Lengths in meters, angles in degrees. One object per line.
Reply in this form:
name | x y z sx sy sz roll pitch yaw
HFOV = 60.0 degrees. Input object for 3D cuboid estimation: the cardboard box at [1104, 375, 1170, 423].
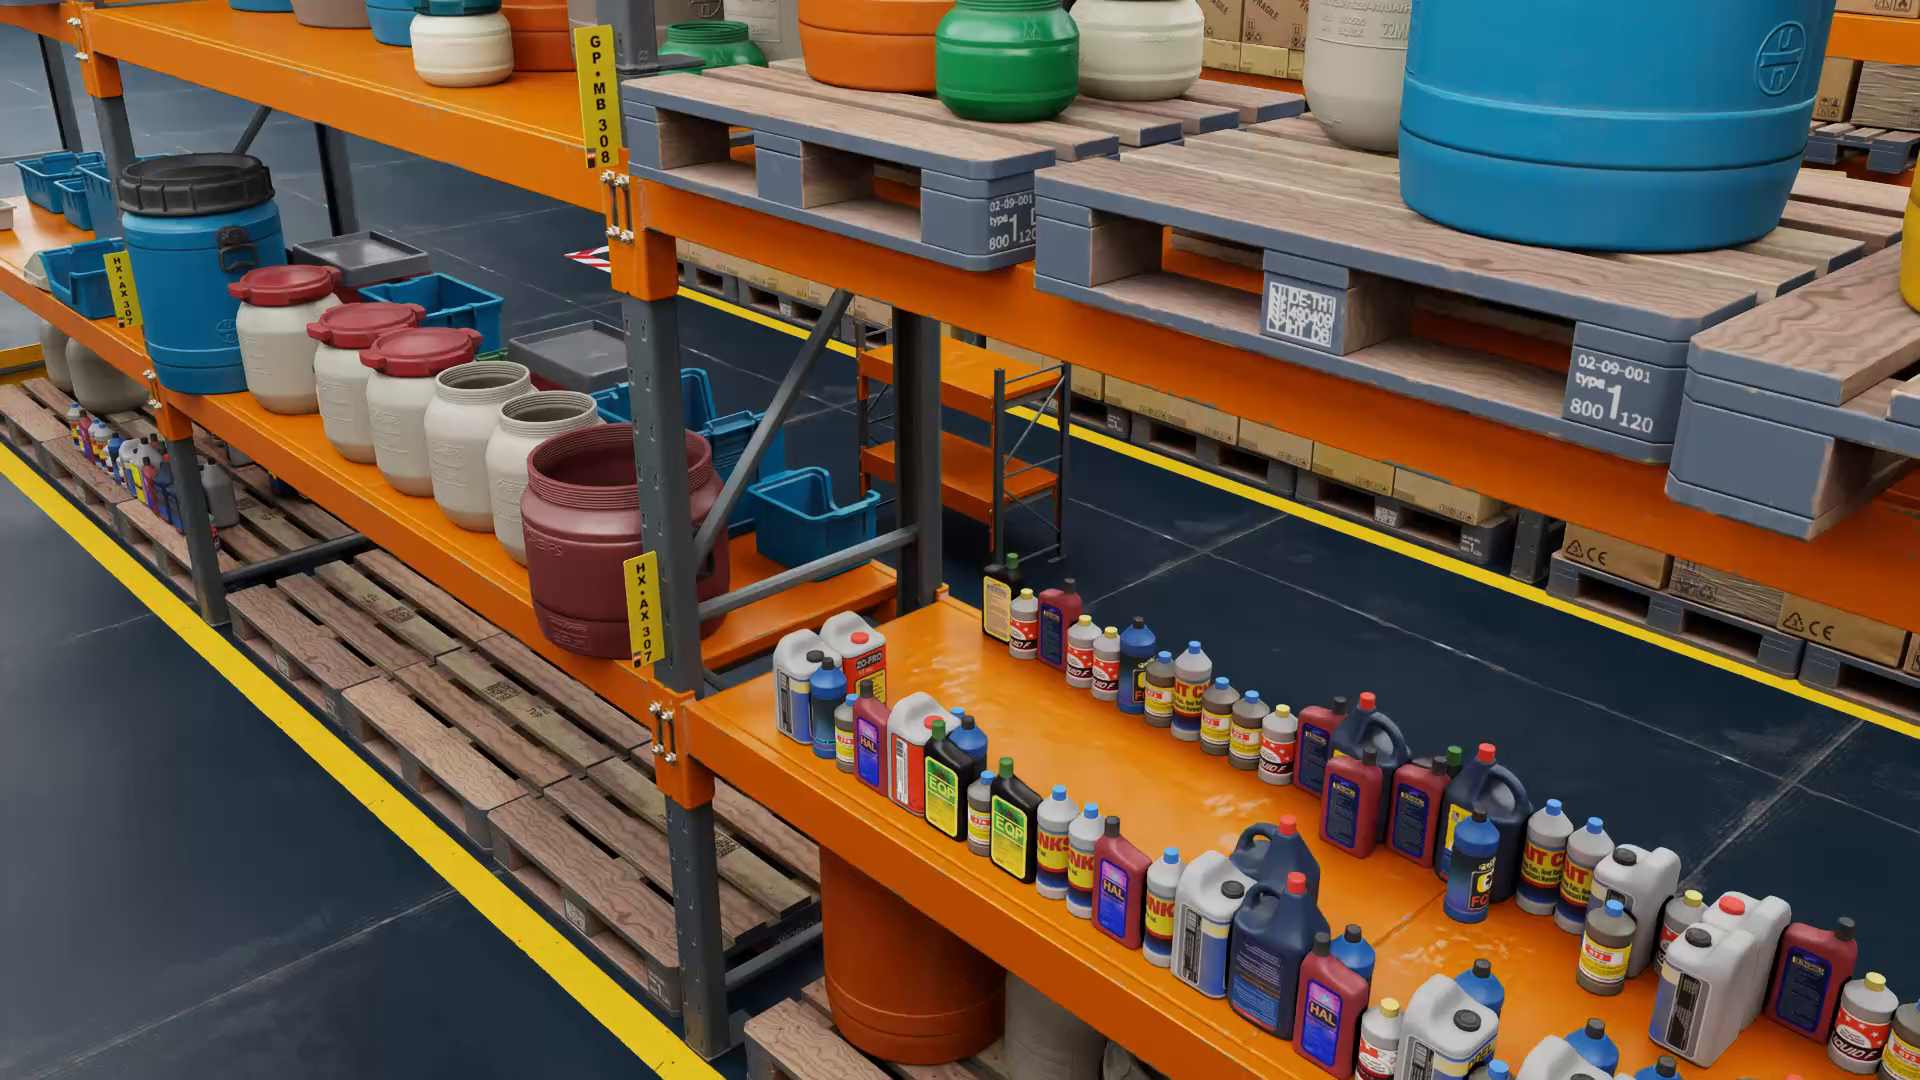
cardboard box | 1.223 -0.945 10.014 0.500 0.250 0.500 -22 33 -40

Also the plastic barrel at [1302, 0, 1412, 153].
plastic barrel | 0.861 -1.016 3.079 0.433 0.535 0.433 0 25 0

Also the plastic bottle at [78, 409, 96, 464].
plastic bottle | -4.775 -0.569 9.126 0.061 0.283 0.133 -21 32 -38

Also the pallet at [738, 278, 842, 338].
pallet | -0.927 -1.862 12.578 1.003 0.211 1.213 -21 32 -38

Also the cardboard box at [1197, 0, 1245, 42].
cardboard box | 2.451 -4.715 14.724 0.500 0.500 0.500 -20 31 -37

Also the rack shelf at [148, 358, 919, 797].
rack shelf | -1.828 -0.171 6.378 1.077 0.370 4.000 -21 32 -38

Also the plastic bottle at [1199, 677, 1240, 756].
plastic bottle | 0.683 0.457 4.374 0.097 0.201 0.097 0 25 0

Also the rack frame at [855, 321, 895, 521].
rack frame | -0.343 -0.664 8.850 0.500 1.125 0.032 -21 32 -38

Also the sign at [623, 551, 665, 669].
sign | -0.857 0.191 4.520 0.100 0.325 0.005 -21 32 -38

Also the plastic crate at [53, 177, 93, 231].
plastic crate | -4.928 -1.983 9.663 0.499 0.251 0.408 -21 32 -38

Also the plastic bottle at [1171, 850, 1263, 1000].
plastic bottle | 0.547 0.807 3.517 0.152 0.276 0.135 -21 32 -38

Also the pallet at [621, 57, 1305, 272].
pallet | -0.009 -0.912 3.748 1.003 0.211 1.213 -21 32 -38

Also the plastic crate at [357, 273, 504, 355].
plastic crate | -2.213 -0.851 7.021 0.392 0.384 0.575 -21 32 -38

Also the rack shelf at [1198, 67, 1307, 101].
rack shelf | 2.670 -4.193 15.195 1.077 0.370 4.000 -21 32 -38

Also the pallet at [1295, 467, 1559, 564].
pallet | 2.624 -0.288 9.128 1.003 0.211 1.213 -21 32 -38

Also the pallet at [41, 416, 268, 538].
pallet | -4.461 -0.421 9.418 1.003 0.211 1.213 -21 32 -38

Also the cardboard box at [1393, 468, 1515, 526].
cardboard box | 2.620 -0.327 8.659 0.500 0.250 0.500 -20 31 -37

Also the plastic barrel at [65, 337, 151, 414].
plastic barrel | -5.080 -1.046 9.920 0.421 0.512 0.421 0 25 0

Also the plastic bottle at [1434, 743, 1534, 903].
plastic bottle | 1.204 0.634 3.805 0.144 0.351 0.185 -21 32 -38

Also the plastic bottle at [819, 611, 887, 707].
plastic bottle | -0.290 0.344 4.532 0.152 0.276 0.135 -21 32 -38

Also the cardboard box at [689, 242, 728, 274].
cardboard box | -1.762 -2.284 12.950 0.500 0.250 0.500 -21 32 -38

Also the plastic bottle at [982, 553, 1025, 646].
plastic bottle | 0.127 0.162 4.921 0.061 0.283 0.133 -21 32 -38

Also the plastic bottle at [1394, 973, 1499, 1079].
plastic bottle | 0.923 0.974 3.151 0.152 0.276 0.135 -21 32 -38

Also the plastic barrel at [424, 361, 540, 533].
plastic barrel | -1.607 -0.322 5.707 0.421 0.512 0.421 0 25 0

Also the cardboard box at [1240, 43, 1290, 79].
cardboard box | 2.803 -4.215 14.531 0.500 0.250 0.500 -21 32 -39

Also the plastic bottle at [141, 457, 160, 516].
plastic bottle | -4.118 -0.278 8.488 0.061 0.283 0.133 -19 30 -35

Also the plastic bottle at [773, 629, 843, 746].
plastic bottle | -0.401 0.387 4.438 0.152 0.276 0.135 -21 32 -38

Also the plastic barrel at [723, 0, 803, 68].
plastic barrel | -0.449 -1.489 4.651 0.421 0.512 0.421 0 25 0

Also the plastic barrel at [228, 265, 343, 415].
plastic barrel | -2.701 -0.814 6.757 0.433 0.535 0.433 0 25 0

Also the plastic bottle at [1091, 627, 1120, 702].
plastic bottle | 0.417 0.339 4.632 0.097 0.201 0.097 0 25 0

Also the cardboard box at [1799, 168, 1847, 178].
cardboard box | 3.670 -1.374 7.522 0.500 0.500 0.700 12 27 25

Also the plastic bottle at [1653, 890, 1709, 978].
plastic bottle | 1.543 0.838 3.538 0.097 0.201 0.097 0 25 0

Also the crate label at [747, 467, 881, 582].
crate label | -0.475 -0.050 5.448 0.303 0.233 0.416 -21 32 -38

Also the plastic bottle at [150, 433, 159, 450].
plastic bottle | -4.228 -0.419 8.797 0.061 0.283 0.133 -21 32 -38

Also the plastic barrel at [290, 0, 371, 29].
plastic barrel | -2.241 -2.407 6.193 0.600 0.901 0.600 0 25 0

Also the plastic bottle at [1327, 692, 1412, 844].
plastic bottle | 0.987 0.538 4.017 0.144 0.351 0.185 -21 32 -38

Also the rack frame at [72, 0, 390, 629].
rack frame | -3.195 -1.104 7.557 1.000 3.000 0.127 -21 32 -38

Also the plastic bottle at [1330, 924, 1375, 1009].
plastic bottle | 0.777 0.891 3.339 0.097 0.271 0.097 0 25 0

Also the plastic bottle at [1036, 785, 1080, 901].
plastic bottle | 0.224 0.682 3.796 0.097 0.271 0.097 0 25 0

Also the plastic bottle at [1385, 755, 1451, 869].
plastic bottle | 1.082 0.622 3.913 0.061 0.283 0.133 -21 32 -38

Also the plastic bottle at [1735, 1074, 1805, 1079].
plastic bottle | 1.385 1.059 2.874 0.144 0.351 0.185 -21 32 -38

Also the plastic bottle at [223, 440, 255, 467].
plastic bottle | -3.954 -0.564 9.124 0.152 0.276 0.135 -21 32 -38

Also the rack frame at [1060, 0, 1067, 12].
rack frame | 1.303 -5.127 16.374 1.000 3.000 0.127 -21 32 -38

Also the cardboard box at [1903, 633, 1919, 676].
cardboard box | 4.322 0.327 6.902 0.500 0.500 0.500 22 33 40

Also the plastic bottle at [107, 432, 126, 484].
plastic bottle | -4.476 -0.442 8.862 0.097 0.271 0.097 0 25 0

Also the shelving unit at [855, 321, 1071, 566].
shelving unit | 0.005 -0.510 8.512 0.538 1.125 1.048 -21 32 -38

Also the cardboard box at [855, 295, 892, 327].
cardboard box | -0.387 -1.681 11.628 0.500 0.250 0.500 -21 32 -38

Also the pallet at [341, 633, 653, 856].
pallet | -1.791 0.761 6.828 1.003 0.211 1.213 -21 32 -38

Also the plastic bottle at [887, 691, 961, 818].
plastic bottle | -0.084 0.527 4.130 0.152 0.276 0.135 -21 32 -38
